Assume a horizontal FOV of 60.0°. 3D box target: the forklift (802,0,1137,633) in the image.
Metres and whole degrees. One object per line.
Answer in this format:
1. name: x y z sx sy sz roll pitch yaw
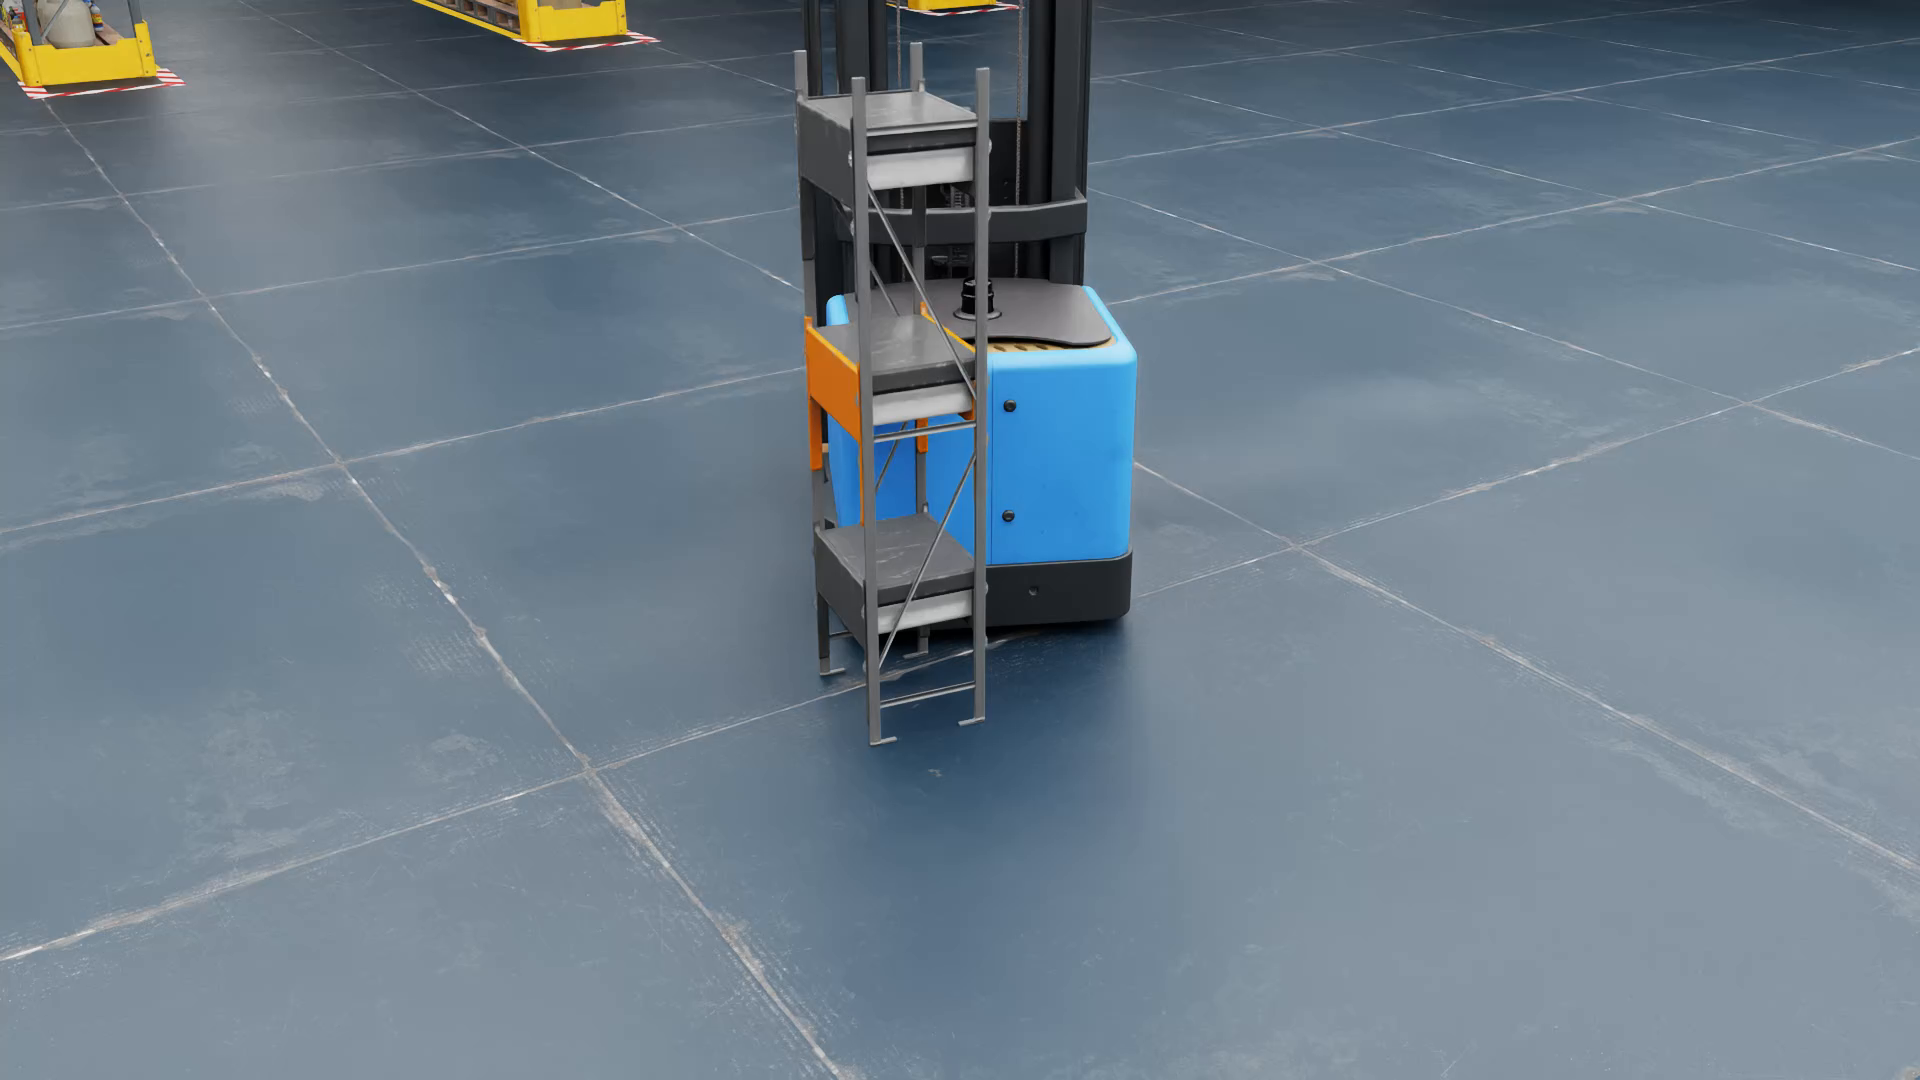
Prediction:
1. forklift: -0.079 -1.592 6.688 1.130 2.935 3.031 -3 25 -7

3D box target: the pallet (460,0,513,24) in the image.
1. pallet: -5.439 -6.538 20.352 1.003 0.211 1.213 -16 29 -30

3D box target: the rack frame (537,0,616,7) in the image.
1. rack frame: -4.322 -7.037 18.142 1.000 3.000 0.127 -16 29 -30

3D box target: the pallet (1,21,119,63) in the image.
1. pallet: -9.654 -5.366 17.869 1.003 0.211 1.213 -16 29 -30

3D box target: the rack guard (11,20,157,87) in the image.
1. rack guard: -8.553 -4.768 16.265 1.175 0.500 0.348 -16 29 -30

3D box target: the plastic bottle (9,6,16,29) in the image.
1. plastic bottle: -9.921 -5.445 17.438 0.061 0.283 0.133 -15 29 -28

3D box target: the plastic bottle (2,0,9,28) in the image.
1. plastic bottle: -10.228 -5.709 17.918 0.144 0.351 0.185 -16 30 -30

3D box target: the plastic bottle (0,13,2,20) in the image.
1. plastic bottle: -10.563 -5.929 18.383 0.144 0.351 0.185 -15 29 -28

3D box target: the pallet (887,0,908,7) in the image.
1. pallet: -0.613 -7.163 21.677 1.003 0.211 1.213 -16 29 -30

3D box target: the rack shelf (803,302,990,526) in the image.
1. rack shelf: -0.202 -0.403 5.177 0.431 0.518 0.480 -11 27 -21

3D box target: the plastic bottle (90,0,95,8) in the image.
1. plastic bottle: -9.309 -5.660 17.891 0.061 0.283 0.133 -15 29 -29

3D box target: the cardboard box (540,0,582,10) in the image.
1. cardboard box: -4.649 -6.324 19.068 0.500 0.500 0.500 -10 27 -20

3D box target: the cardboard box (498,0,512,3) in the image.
1. cardboard box: -5.330 -6.758 19.988 0.500 0.500 0.500 -13 28 -25

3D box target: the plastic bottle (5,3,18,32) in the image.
1. plastic bottle: -10.032 -5.551 17.670 0.152 0.276 0.135 -16 30 -31

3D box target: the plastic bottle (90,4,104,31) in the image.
1. plastic bottle: -9.201 -5.569 17.713 0.097 0.271 0.097 0 25 0

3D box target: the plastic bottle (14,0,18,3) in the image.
1. plastic bottle: -10.382 -5.869 18.350 0.097 0.271 0.097 0 25 0

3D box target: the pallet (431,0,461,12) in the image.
1. pallet: -6.110 -6.975 21.277 1.003 0.211 1.213 -16 29 -30

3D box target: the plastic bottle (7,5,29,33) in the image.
1. plastic bottle: -9.957 -5.501 17.564 0.152 0.276 0.135 -15 29 -29

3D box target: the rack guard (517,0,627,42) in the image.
1. rack guard: -4.364 -5.934 18.734 1.175 0.500 0.348 -16 29 -30

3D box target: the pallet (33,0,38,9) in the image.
1. pallet: -11.117 -6.324 19.899 1.003 0.211 1.213 -16 29 -30

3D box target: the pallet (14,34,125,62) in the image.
1. pallet: -8.992 -4.930 16.945 1.003 0.211 1.213 -16 29 -30

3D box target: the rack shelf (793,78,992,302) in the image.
1. rack shelf: -0.202 -1.036 4.878 0.431 0.518 0.480 -11 27 -21

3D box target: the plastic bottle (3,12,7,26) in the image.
1. plastic bottle: -10.325 -5.687 18.046 0.097 0.201 0.097 0 25 0

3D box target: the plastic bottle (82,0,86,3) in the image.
1. plastic bottle: -9.553 -5.800 18.202 0.097 0.271 0.097 0 25 0

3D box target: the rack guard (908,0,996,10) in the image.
1. rack guard: -0.098 -7.018 21.030 1.175 0.500 0.348 -16 29 -30

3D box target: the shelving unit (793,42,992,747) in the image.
1. shelving unit: -0.202 -0.416 5.171 0.431 2.100 0.503 -11 27 -21

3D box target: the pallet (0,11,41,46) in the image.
1. pallet: -10.324 -5.802 18.794 1.003 0.211 1.213 -16 29 -30

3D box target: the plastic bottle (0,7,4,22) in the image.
1. plastic bottle: -10.460 -5.861 18.240 0.144 0.351 0.185 -17 30 -32

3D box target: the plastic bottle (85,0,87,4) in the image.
1. plastic bottle: -9.442 -5.727 18.049 0.097 0.271 0.097 0 25 0

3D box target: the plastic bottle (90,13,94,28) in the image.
1. plastic bottle: -9.257 -5.574 17.807 0.097 0.201 0.097 0 25 0

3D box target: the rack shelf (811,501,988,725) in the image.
1. rack shelf: -0.202 0.230 5.476 0.431 0.518 0.480 -11 27 -21

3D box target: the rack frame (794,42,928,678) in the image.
1. rack frame: -0.299 -0.511 5.373 0.400 2.100 0.015 -11 27 -21

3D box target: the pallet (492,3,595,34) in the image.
1. pallet: -4.778 -6.102 19.428 1.003 0.211 1.213 -16 29 -30

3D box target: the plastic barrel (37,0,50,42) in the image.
1. plastic barrel: -9.169 -5.344 16.980 0.421 0.512 0.421 0 25 0

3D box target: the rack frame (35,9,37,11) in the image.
1. rack frame: -10.656 -7.313 18.728 1.000 3.000 0.127 -16 29 -30

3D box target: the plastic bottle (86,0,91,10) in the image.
1. plastic bottle: -9.388 -5.691 17.973 0.097 0.271 0.097 0 25 0

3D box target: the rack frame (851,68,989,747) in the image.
1. rack frame: -0.105 -0.320 4.969 0.400 2.100 0.015 -11 27 -21

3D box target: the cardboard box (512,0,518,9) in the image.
1. cardboard box: -5.004 -6.529 19.504 0.500 0.500 0.500 -8 26 -16

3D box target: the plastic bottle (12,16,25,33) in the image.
1. plastic bottle: -9.842 -5.371 17.376 0.097 0.201 0.097 0 25 0

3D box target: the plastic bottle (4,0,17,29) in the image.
1. plastic bottle: -10.126 -5.643 17.777 0.144 0.351 0.185 -14 29 -27

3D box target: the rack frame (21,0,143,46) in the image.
1. rack frame: -8.472 -5.883 15.697 1.000 3.000 0.127 -16 29 -30

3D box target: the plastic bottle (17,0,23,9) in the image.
1. plastic bottle: -10.117 -5.719 18.026 0.152 0.276 0.135 -16 29 -30

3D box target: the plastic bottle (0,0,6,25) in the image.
1. plastic bottle: -10.404 -5.762 18.109 0.061 0.283 0.133 -14 29 -27

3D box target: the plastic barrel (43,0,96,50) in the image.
1. plastic barrel: -8.895 -5.165 16.600 0.421 0.512 0.421 0 25 0
